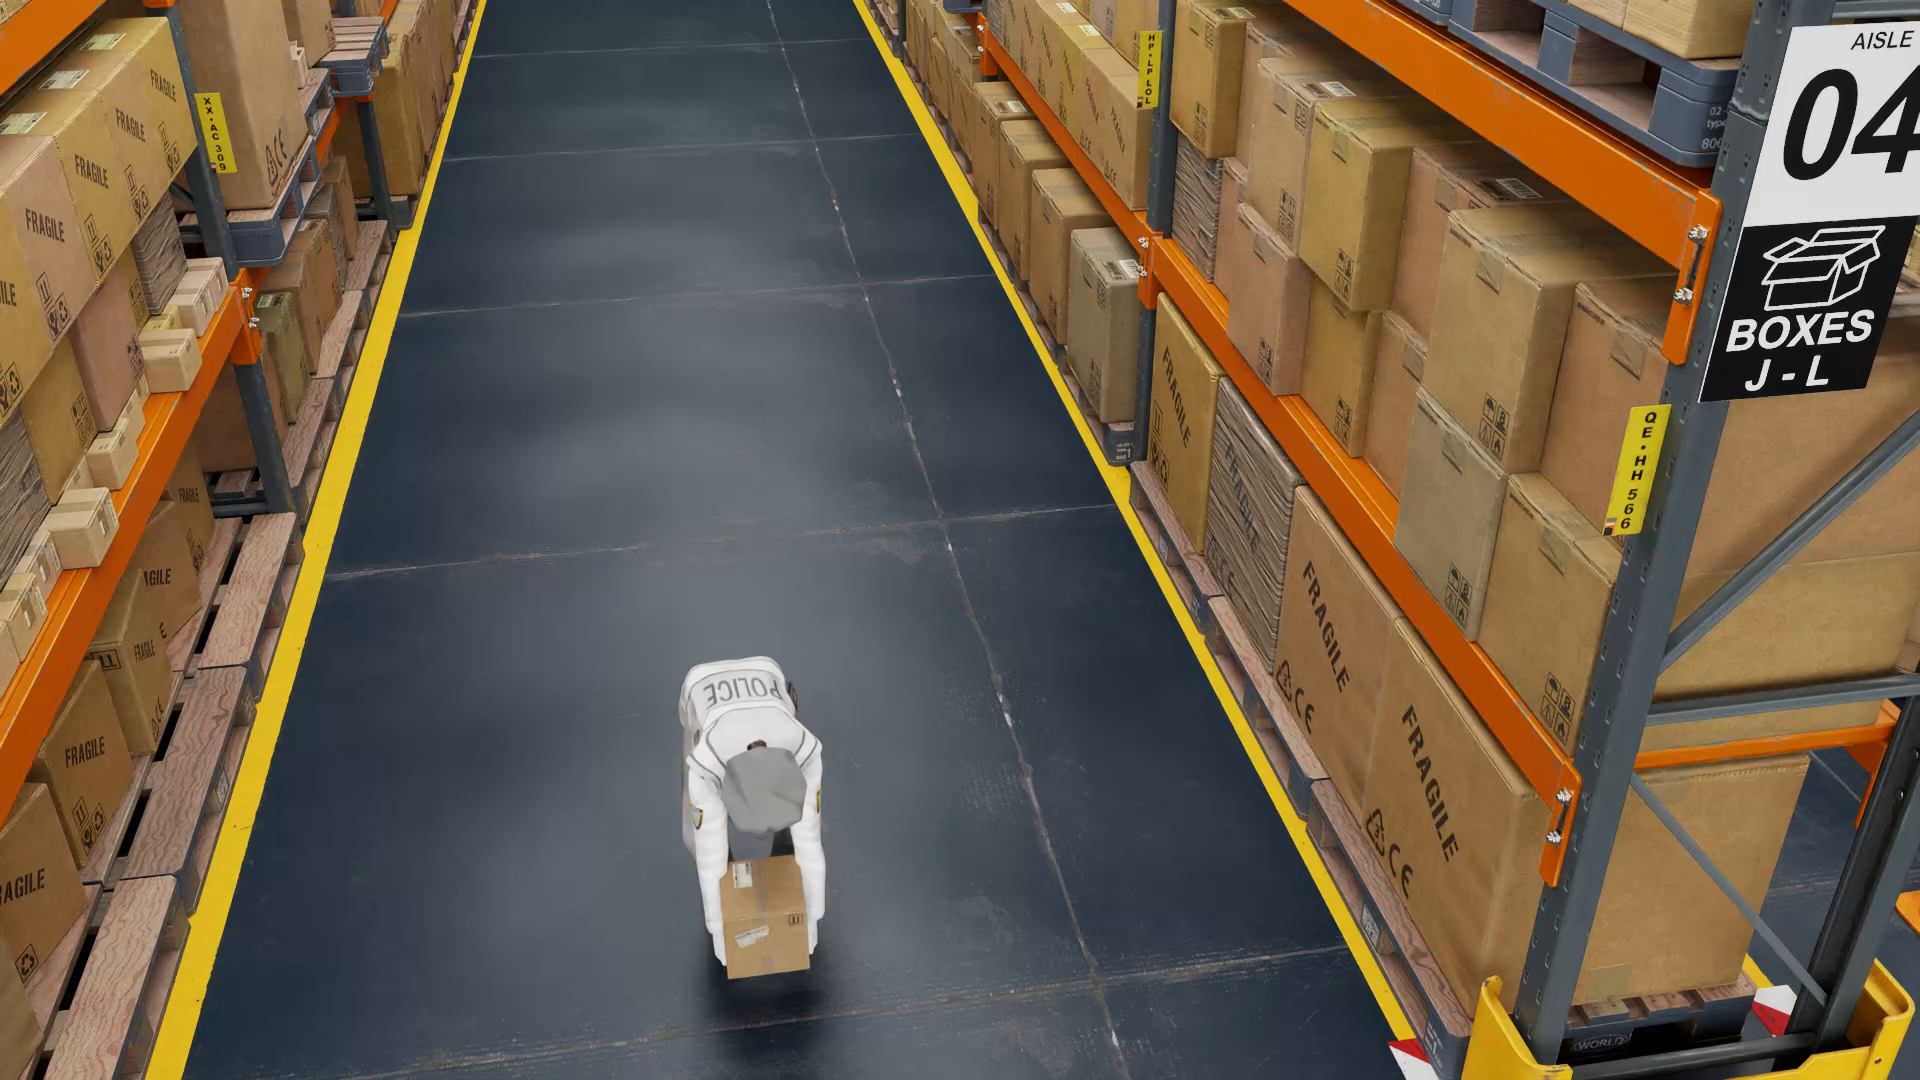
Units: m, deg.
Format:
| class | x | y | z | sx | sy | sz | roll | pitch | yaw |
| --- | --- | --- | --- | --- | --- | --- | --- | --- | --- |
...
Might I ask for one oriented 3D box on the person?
| class | x | y | z | sx | sy | sz | roll | pitch | yaw |
| --- | --- | --- | --- | --- | --- | --- | --- | --- | --- |
| person | -0.660 | 0.883 | 5.293 | 0.448 | 1.013 | 0.921 | -7 | 32 | -11 |
